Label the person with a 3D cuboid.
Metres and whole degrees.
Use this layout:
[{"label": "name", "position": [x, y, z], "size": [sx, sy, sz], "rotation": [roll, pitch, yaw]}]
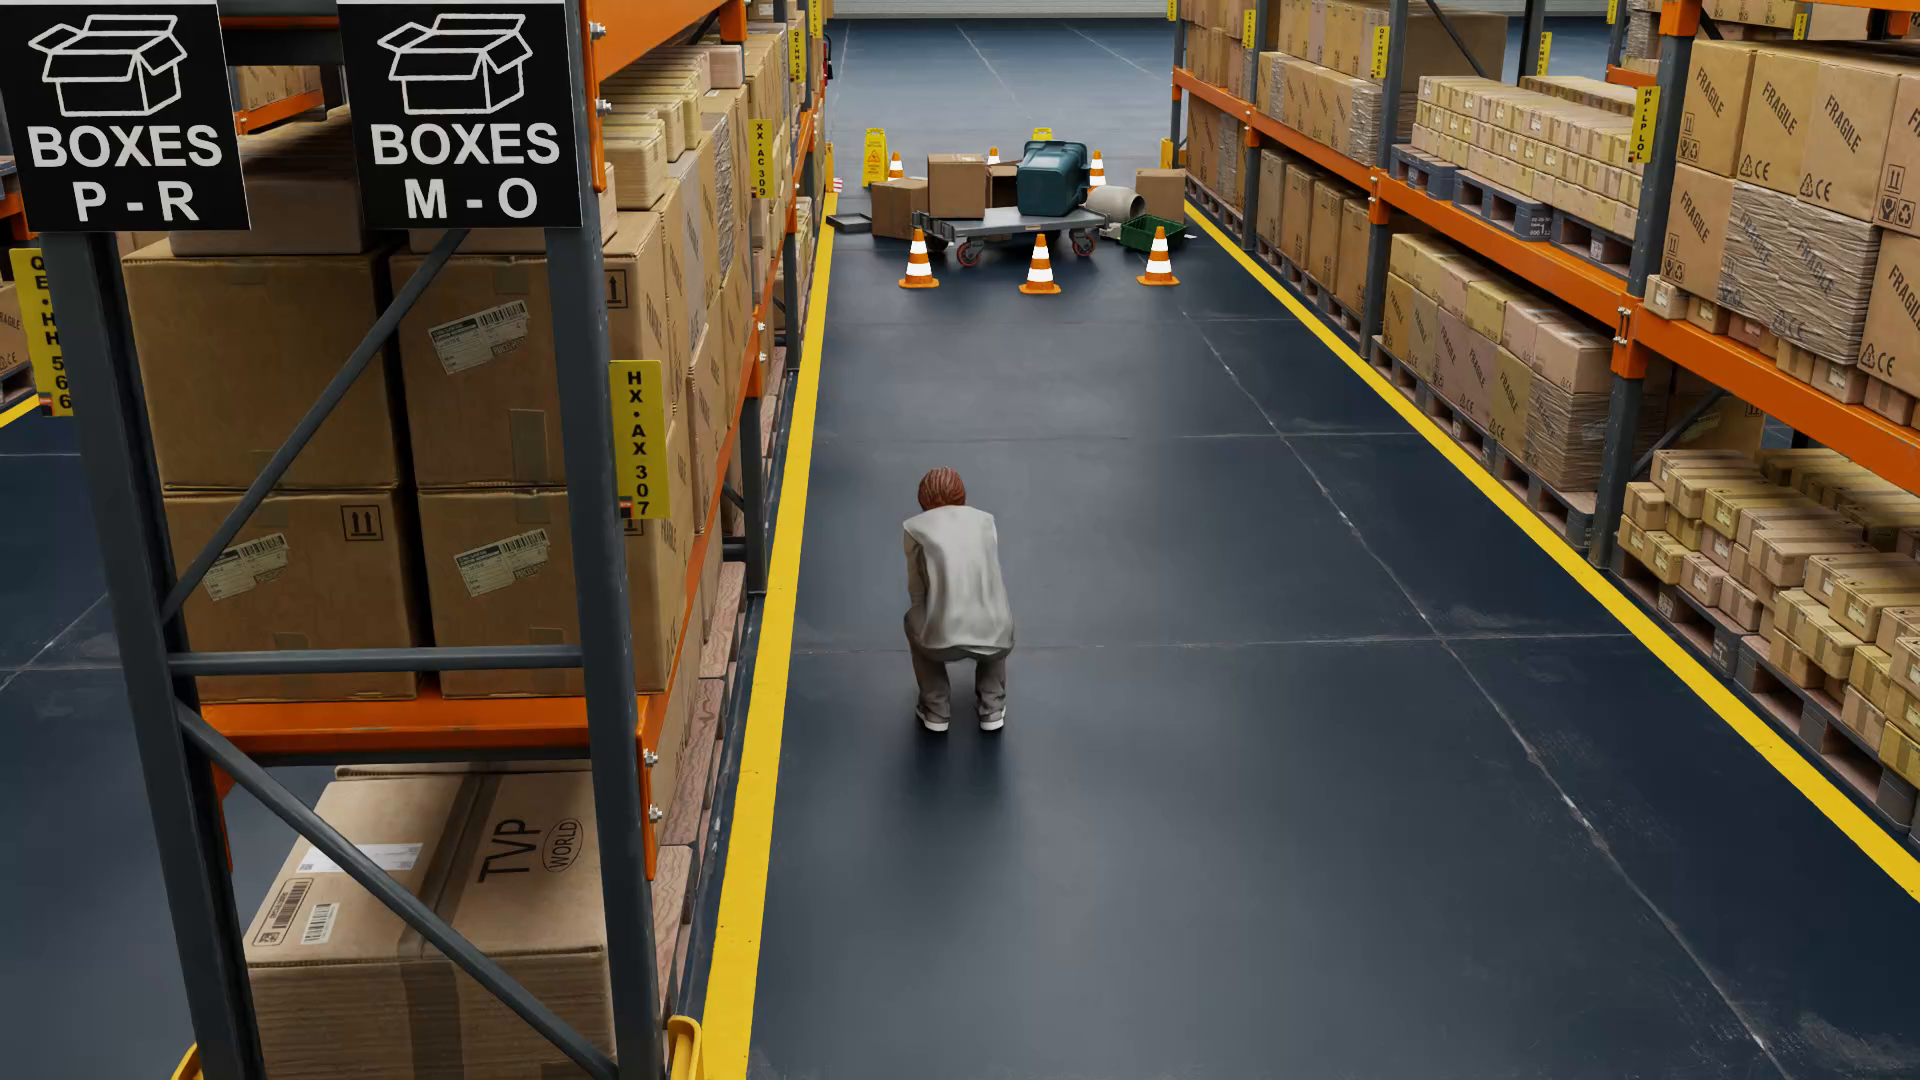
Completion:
[{"label": "person", "position": [-0.005, 0.234, 6.441], "size": [0.423, 0.923, 0.795], "rotation": [-2, 21, -4]}]
